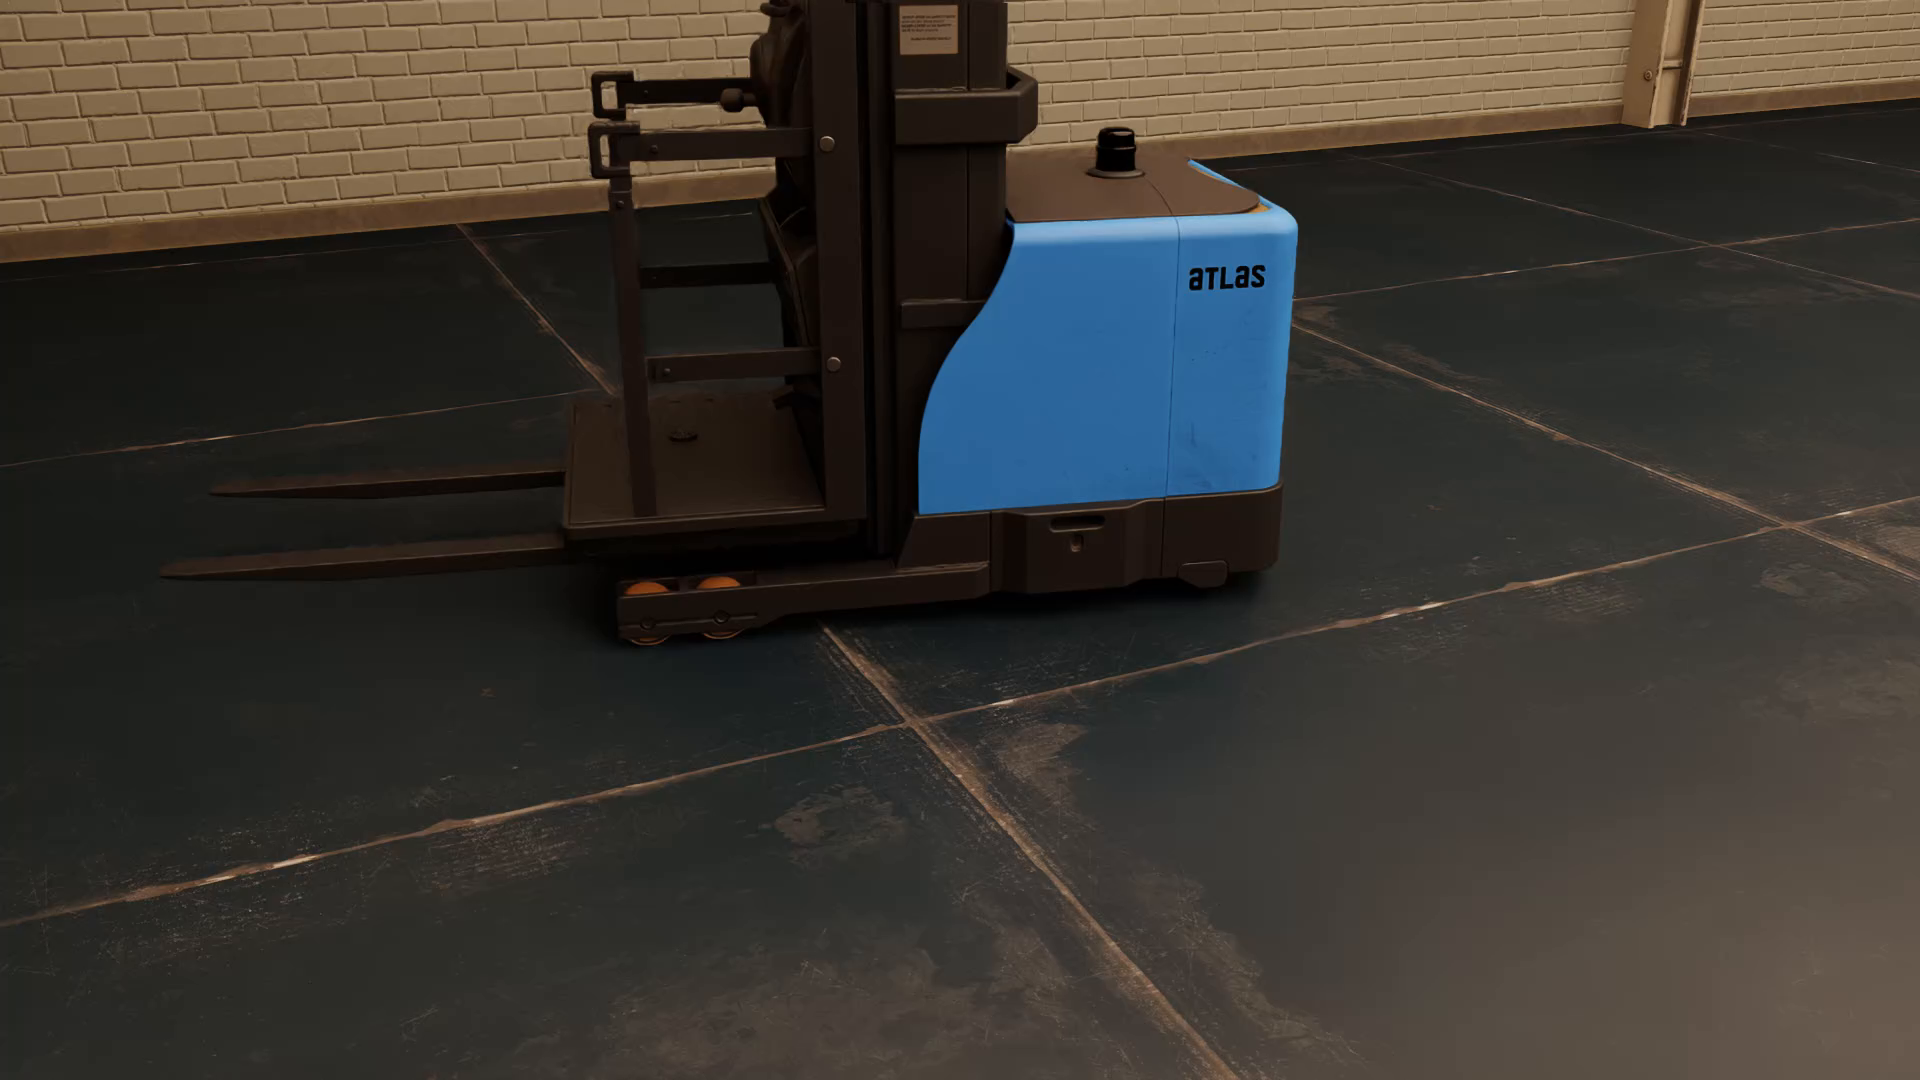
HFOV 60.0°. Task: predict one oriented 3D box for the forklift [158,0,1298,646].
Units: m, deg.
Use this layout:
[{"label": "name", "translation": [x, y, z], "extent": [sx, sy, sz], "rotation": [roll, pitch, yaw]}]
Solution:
[{"label": "forklift", "translation": [-0.655, -1.292, 4.396], "extent": [3.031, 2.935, 1.130], "rotation": [-4, 23, -10]}]
